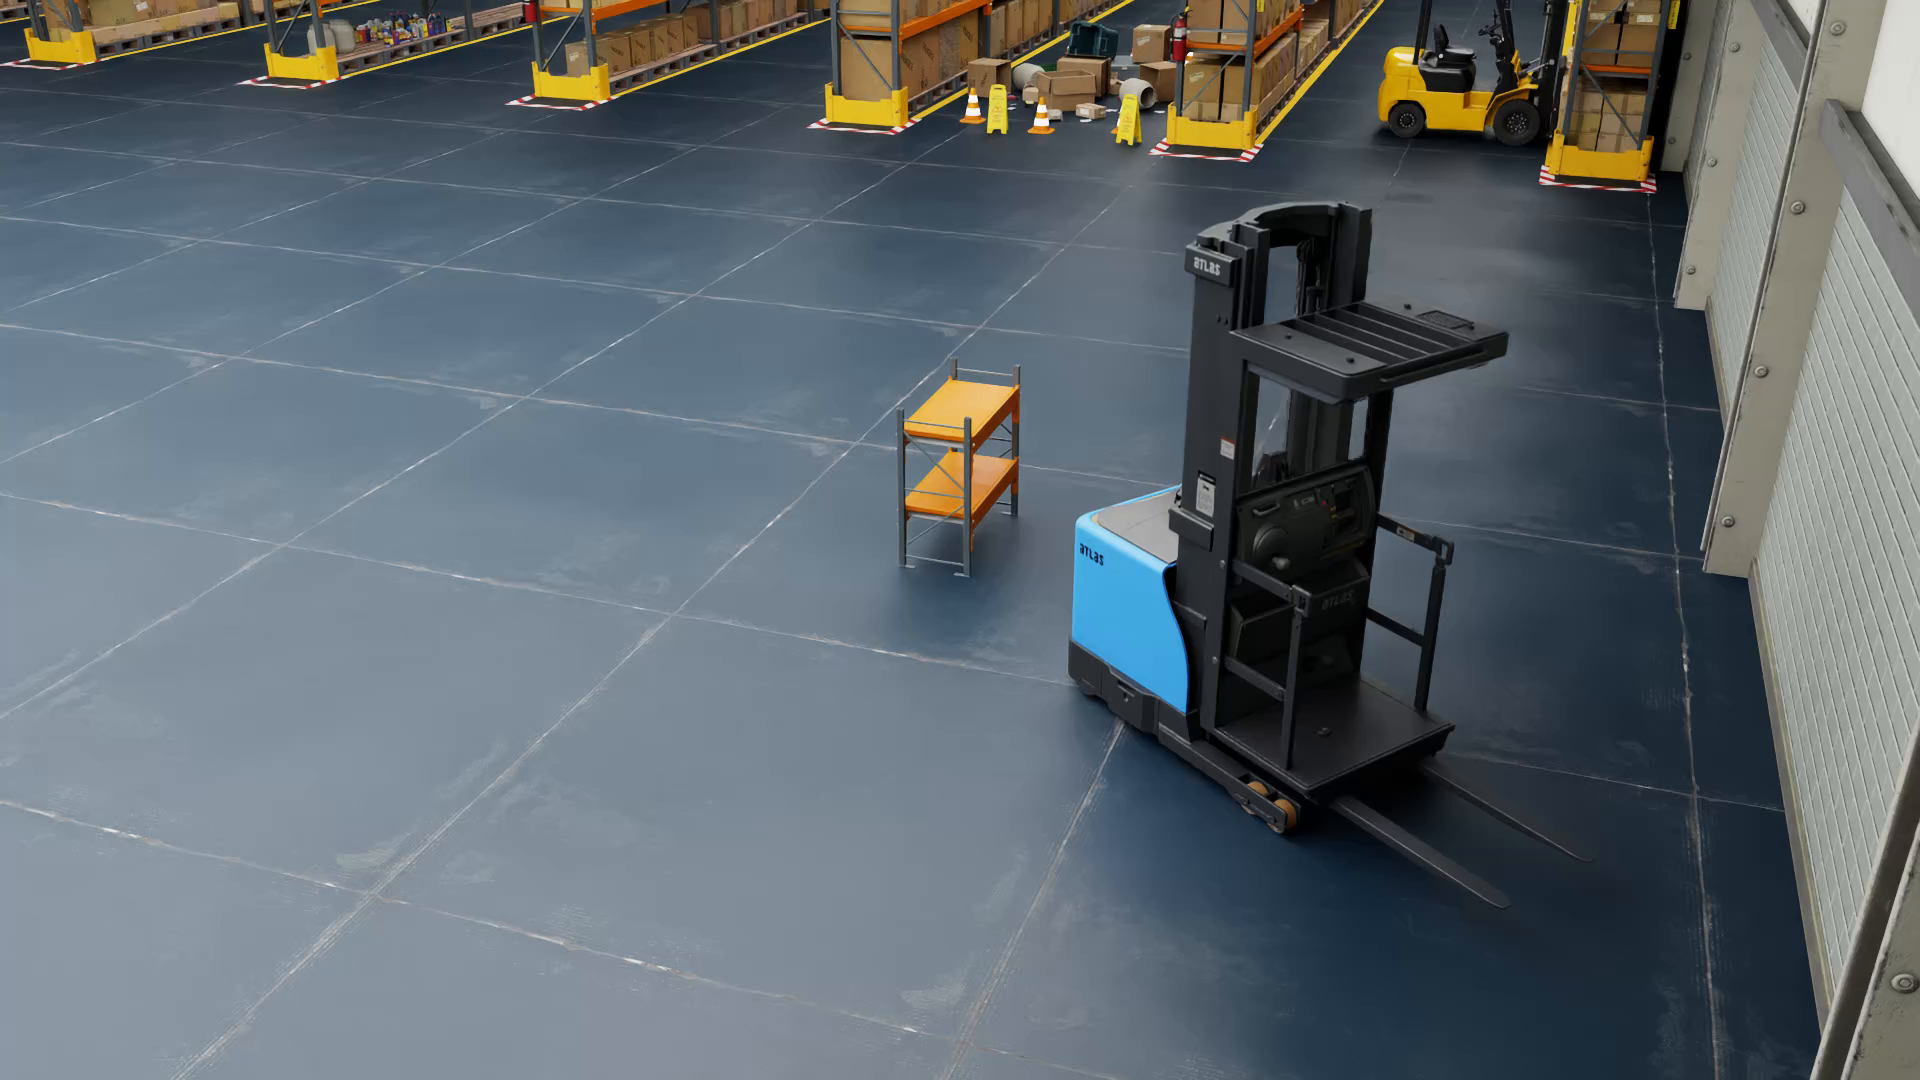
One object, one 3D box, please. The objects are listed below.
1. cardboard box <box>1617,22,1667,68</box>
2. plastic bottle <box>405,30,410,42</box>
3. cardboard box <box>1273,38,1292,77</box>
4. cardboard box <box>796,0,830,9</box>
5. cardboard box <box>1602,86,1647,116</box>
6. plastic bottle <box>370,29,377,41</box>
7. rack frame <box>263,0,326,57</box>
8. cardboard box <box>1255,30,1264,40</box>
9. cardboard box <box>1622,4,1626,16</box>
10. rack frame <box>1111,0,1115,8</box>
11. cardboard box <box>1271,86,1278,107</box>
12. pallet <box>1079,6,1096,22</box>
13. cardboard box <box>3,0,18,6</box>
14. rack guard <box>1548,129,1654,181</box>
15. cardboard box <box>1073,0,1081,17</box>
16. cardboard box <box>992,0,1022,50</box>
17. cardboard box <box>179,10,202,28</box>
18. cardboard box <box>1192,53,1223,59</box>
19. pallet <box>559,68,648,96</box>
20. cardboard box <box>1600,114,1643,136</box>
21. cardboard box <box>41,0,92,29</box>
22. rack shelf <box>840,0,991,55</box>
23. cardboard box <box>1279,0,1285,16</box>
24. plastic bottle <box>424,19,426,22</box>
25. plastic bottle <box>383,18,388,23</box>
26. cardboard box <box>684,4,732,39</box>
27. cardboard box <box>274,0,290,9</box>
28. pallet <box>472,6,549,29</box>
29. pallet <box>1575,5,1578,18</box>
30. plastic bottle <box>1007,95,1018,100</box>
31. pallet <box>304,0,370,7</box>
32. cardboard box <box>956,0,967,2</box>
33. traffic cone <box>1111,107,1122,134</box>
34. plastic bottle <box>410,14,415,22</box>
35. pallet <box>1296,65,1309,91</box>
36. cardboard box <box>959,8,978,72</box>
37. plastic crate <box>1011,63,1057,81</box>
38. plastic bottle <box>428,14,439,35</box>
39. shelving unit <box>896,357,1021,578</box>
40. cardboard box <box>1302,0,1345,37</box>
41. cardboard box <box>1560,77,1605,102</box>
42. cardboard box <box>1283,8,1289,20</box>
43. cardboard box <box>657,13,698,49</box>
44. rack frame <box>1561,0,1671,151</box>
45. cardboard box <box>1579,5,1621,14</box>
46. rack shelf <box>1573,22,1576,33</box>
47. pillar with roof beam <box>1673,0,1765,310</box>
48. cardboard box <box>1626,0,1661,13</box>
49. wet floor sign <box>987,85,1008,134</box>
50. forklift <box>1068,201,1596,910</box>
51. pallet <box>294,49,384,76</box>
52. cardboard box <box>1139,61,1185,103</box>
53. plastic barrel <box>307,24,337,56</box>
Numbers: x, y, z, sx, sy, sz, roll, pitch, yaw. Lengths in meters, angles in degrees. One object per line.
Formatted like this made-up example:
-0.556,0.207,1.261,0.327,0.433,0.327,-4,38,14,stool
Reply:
8.483,-6.182,20.685,0.500,0.500,0.500,10,27,19,cardboard box
-9.564,-8.709,28.724,0.097,0.201,0.097,0,26,0,plastic bottle
4.594,-7.134,24.578,0.500,0.500,0.500,9,27,18,cardboard box
-3.060,-10.930,32.563,1.225,0.875,0.875,7,27,15,cardboard box
8.395,-5.545,21.011,0.500,0.250,0.500,8,27,17,cardboard box
-10.164,-8.751,28.811,0.097,0.201,0.097,0,26,0,plastic bottle
-10.642,-8.848,26.305,1.000,3.000,0.127,9,27,17,rack frame
3.918,-6.892,22.554,0.380,0.149,0.250,8,27,16,cardboard box
8.527,-6.627,20.859,0.380,0.149,0.250,8,27,17,cardboard box
2.666,-12.300,33.435,1.000,3.000,0.127,9,27,17,rack frame
4.250,-6.370,23.861,0.500,0.250,0.500,11,28,21,cardboard box
2.004,-10.222,32.343,1.003,0.211,1.213,9,27,17,pallet
-18.803,-10.627,32.726,0.380,0.166,0.250,5,26,11,cardboard box
8.048,-4.839,20.894,1.175,0.500,0.348,9,27,17,rack guard
1.975,-10.181,31.445,0.500,0.500,0.500,9,27,18,cardboard box
0.450,-8.853,28.415,1.050,0.750,0.750,9,27,17,cardboard box
-14.257,-9.529,30.385,0.500,0.250,0.500,9,27,17,cardboard box
3.454,-6.801,23.146,0.380,0.149,0.250,10,27,19,cardboard box
-5.642,-7.234,26.173,1.003,0.211,1.213,9,27,17,pallet
8.409,-5.314,21.106,0.500,0.250,0.500,9,27,18,cardboard box
-15.414,-9.120,28.680,0.500,0.500,0.500,9,27,17,cardboard box
-0.662,-7.867,25.105,1.077,0.370,4.000,9,27,17,rack shelf
4.293,-7.659,23.393,0.500,0.500,0.500,8,27,16,cardboard box
-9.465,-9.089,29.425,0.152,0.276,0.135,9,27,17,plastic bottle
-10.128,-9.056,29.347,0.061,0.283,0.133,10,28,20,plastic bottle
-4.415,-9.095,29.180,0.700,0.500,0.500,7,27,13,cardboard box
-13.441,-10.502,32.396,0.500,0.250,0.500,9,27,19,cardboard box
-8.682,-10.068,32.025,1.003,0.211,1.213,9,27,17,pallet
12.683,-10.435,32.784,1.003,0.211,1.213,9,27,17,pallet
0.747,-6.743,25.331,0.283,0.061,0.133,0,26,-1,plastic bottle
-12.960,-11.267,34.503,1.003,0.211,1.213,9,27,17,pallet
-0.269,-8.697,25.822,0.875,0.550,0.550,9,27,17,cardboard box
2.301,-5.914,23.158,0.336,0.463,0.334,9,27,17,traffic cone
-9.811,-9.247,29.743,0.061,0.283,0.133,9,27,17,plastic bottle
4.963,-7.401,26.517,1.003,0.211,1.213,9,27,17,pallet
-0.272,-7.997,26.504,0.875,0.875,0.875,9,27,18,cardboard box
1.181,-7.511,26.706,0.662,0.188,0.450,-20,23,-36,plastic crate
-9.317,-9.112,29.386,0.144,0.351,0.185,7,27,15,plastic bottle
0.002,-0.509,11.234,0.538,1.125,1.048,9,27,17,shelving unit
6.345,-9.484,29.576,0.875,0.875,0.875,8,27,17,cardboard box
8.080,-5.821,21.579,0.500,0.250,0.500,9,27,18,cardboard box
4.551,-7.629,24.076,0.380,0.149,0.250,8,27,17,cardboard box
-4.811,-8.679,28.342,0.500,0.500,0.500,8,27,16,cardboard box
8.056,-5.974,20.370,1.000,3.000,0.127,9,27,17,rack frame
8.324,-6.682,21.717,0.500,0.500,0.500,8,27,16,cardboard box
10.053,-8.116,25.619,1.077,0.370,4.000,9,27,17,rack shelf
3.082,-6.988,15.580,9.100,9.000,0.400,9,27,17,pillar with roof beam
8.369,-6.552,20.363,0.380,0.149,0.250,8,27,16,cardboard box
0.530,-6.010,23.146,0.267,0.644,0.232,4,26,8,wet floor sign
1.877,-0.077,8.269,1.130,2.935,3.031,-17,30,-31,forklift
-10.385,-7.964,27.679,1.003,0.211,1.213,9,27,17,pallet
3.066,-6.969,25.291,0.500,0.500,0.500,-14,29,-27,cardboard box
-10.495,-8.198,27.337,0.421,0.512,0.421,0,26,0,plastic barrel
